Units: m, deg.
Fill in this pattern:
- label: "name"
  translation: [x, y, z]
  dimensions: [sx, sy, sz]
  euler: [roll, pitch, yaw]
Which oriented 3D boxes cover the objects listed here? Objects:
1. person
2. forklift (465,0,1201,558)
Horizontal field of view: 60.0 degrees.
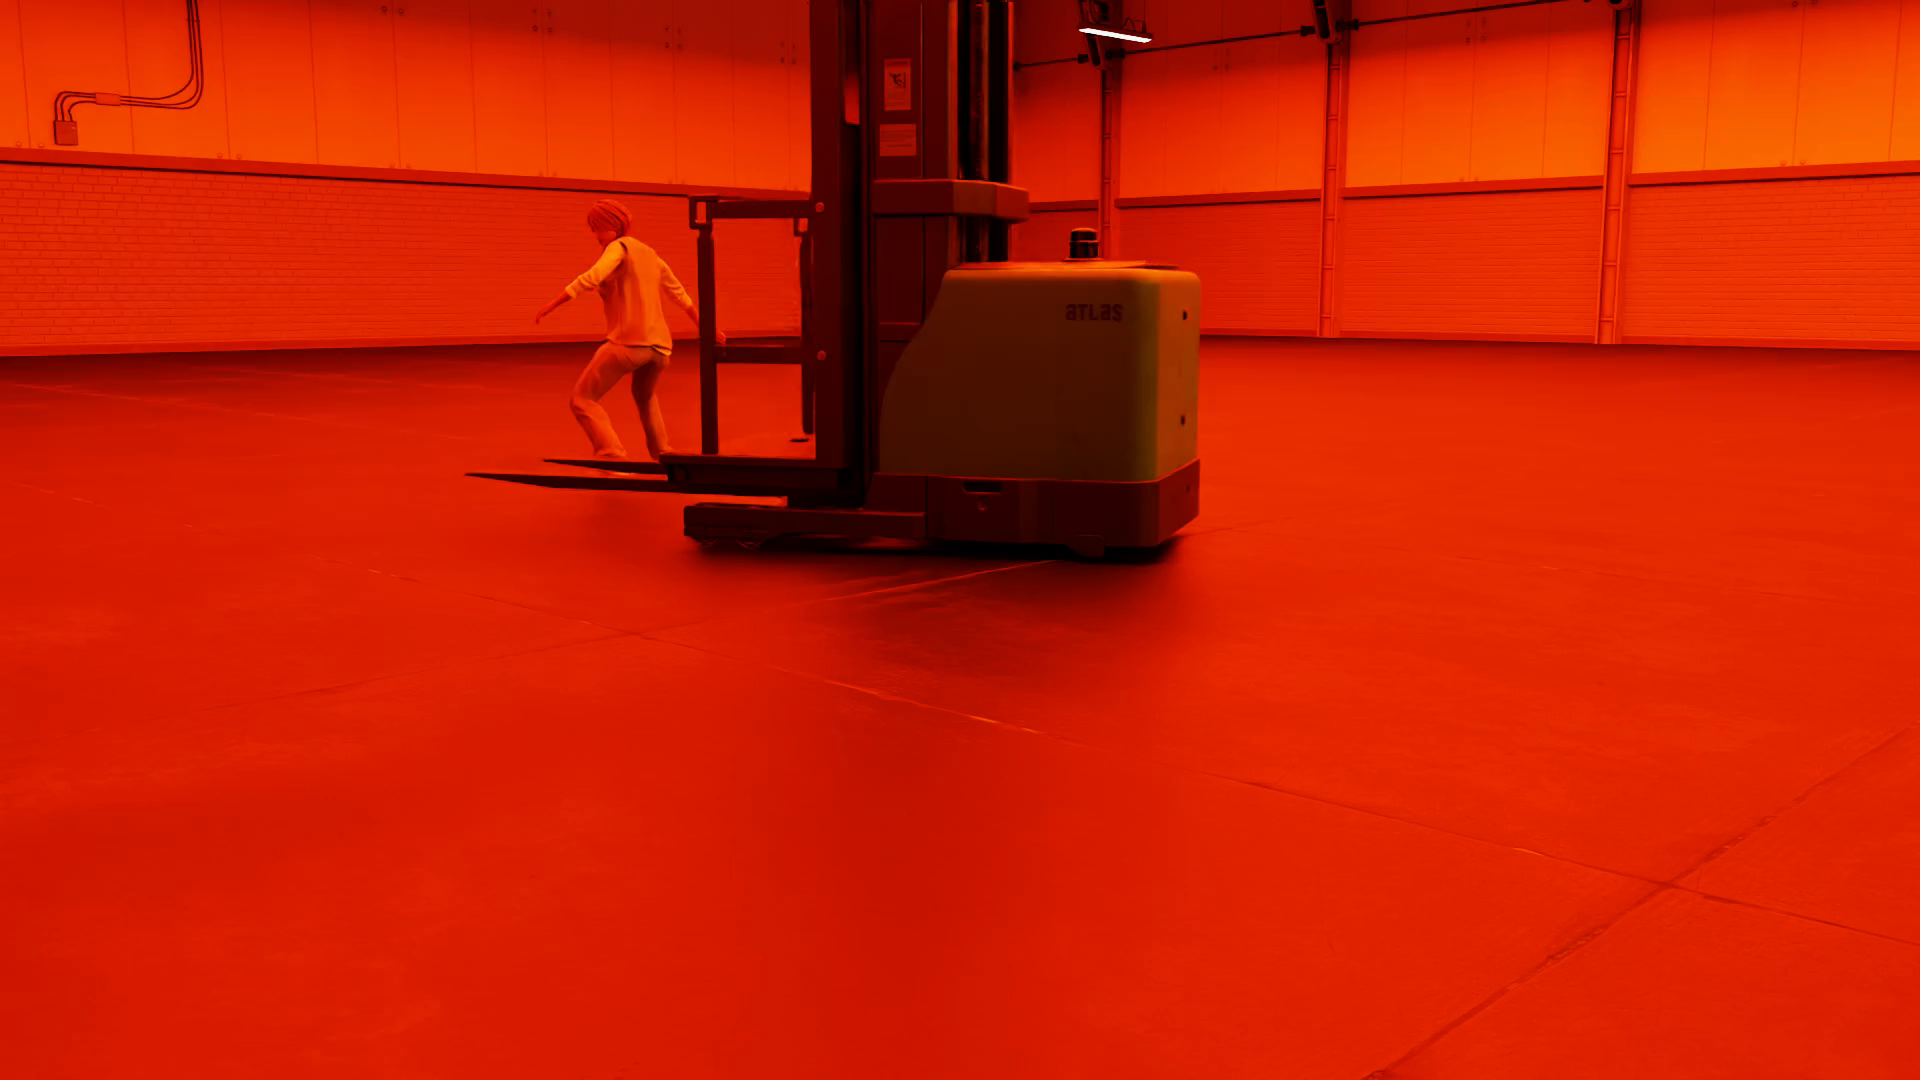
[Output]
- label: "person"
  translation: [-1.652, -0.943, 8.447]
  dimensions: [0.519, 1.525, 0.960]
  euler: [5, 10, 28]
- label: "forklift"
  translation: [-0.577, -1.490, 6.769]
  dimensions: [3.031, 2.935, 1.130]
  euler: [3, 9, 18]
